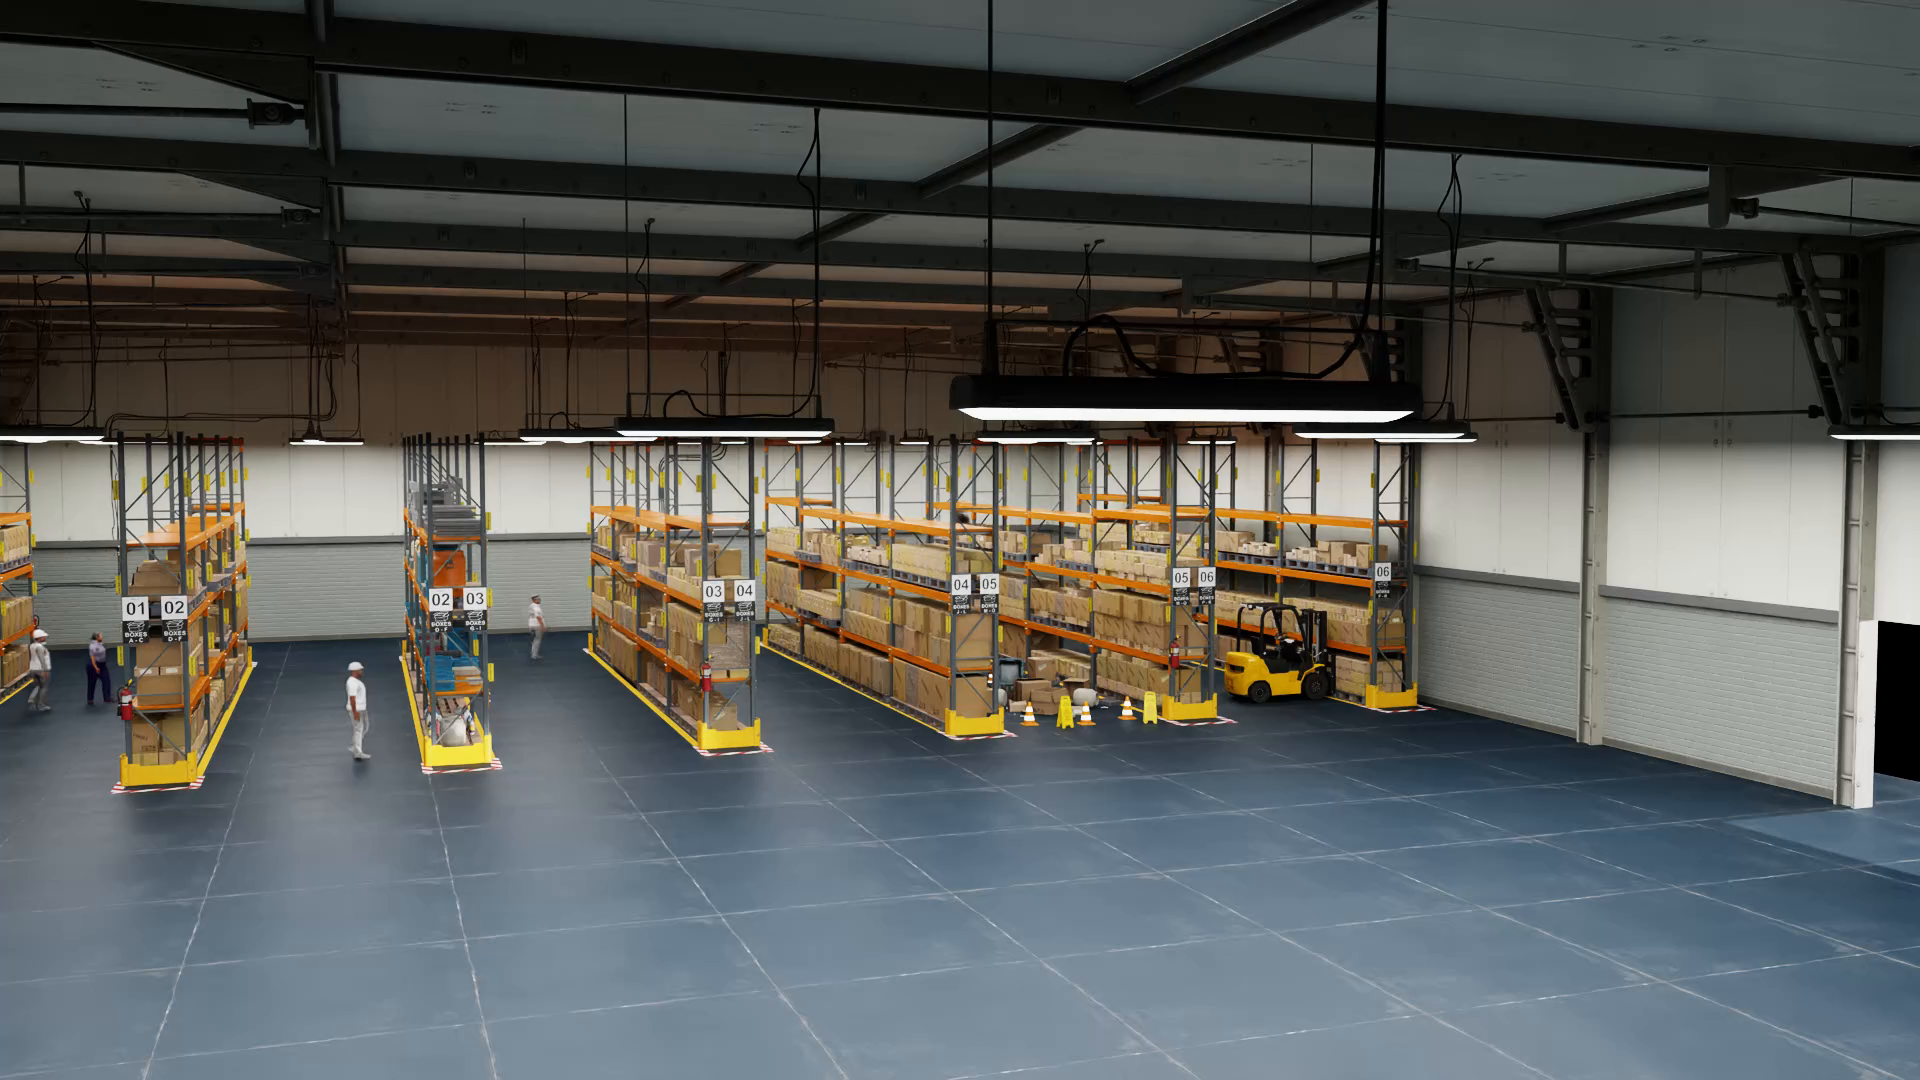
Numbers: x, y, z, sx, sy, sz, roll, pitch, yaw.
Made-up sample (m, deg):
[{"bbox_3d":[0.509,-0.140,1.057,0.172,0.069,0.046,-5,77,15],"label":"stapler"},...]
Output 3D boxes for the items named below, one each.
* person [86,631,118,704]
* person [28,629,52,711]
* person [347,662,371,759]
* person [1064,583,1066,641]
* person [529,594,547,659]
[{"bbox_3d":[-19.267,2.853,37.170,0.600,1.632,0.544,1,3,16],"label":"person"},{"bbox_3d":[-19.987,2.821,36.080,0.530,1.767,0.481,1,3,17],"label":"person"},{"bbox_3d":[-11.142,3.142,30.770,0.511,1.775,0.641,0,3,-5],"label":"person"},{"bbox_3d":[2.873,2.087,47.768,0.586,1.765,0.589,-2,4,-37],"label":"person"},{"bbox_3d":[-11.424,2.358,45.002,0.572,1.812,0.486,2,4,31],"label":"person"}]
